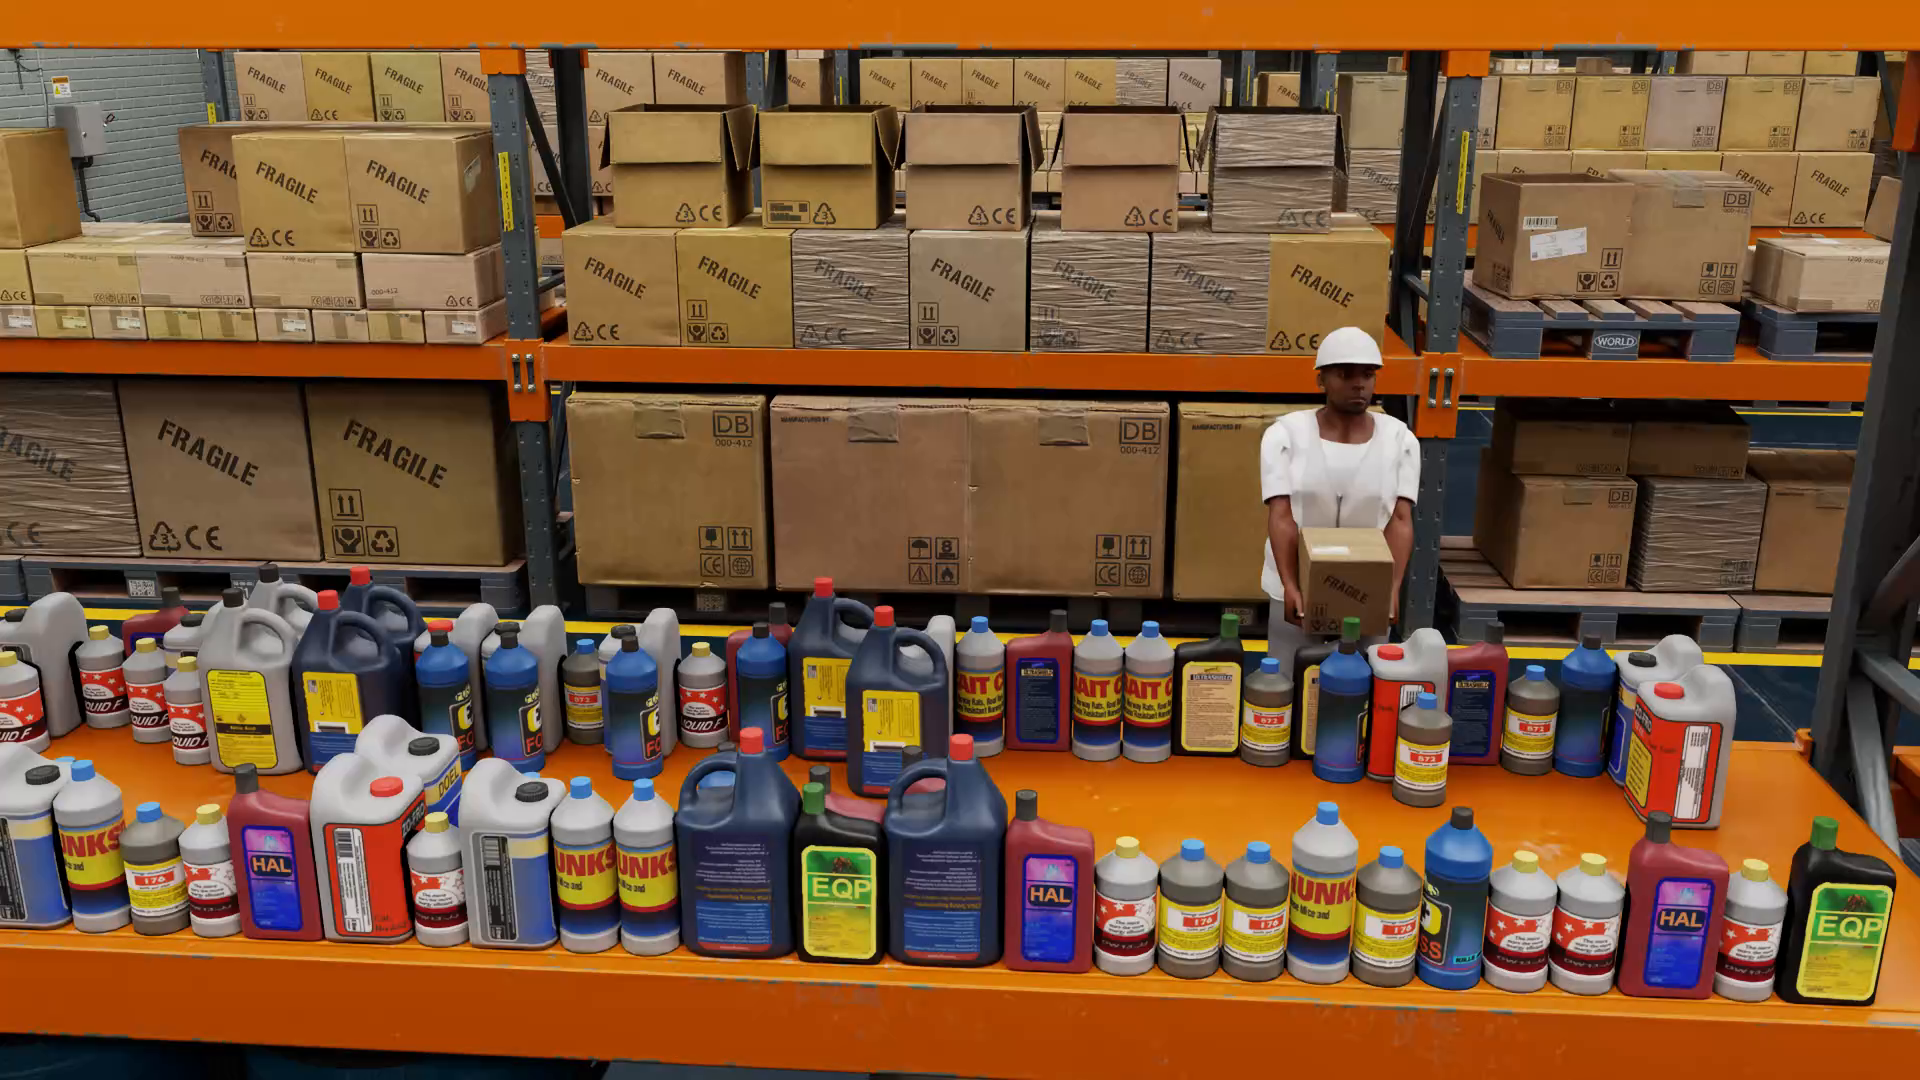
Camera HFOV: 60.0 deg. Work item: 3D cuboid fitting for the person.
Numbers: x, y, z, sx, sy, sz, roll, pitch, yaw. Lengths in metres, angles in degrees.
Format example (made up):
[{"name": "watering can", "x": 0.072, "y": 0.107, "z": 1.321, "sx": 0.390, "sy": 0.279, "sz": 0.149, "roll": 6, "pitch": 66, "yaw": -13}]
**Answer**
[{"name": "person", "x": 1.203, "y": 0.219, "z": 5.321, "sx": 0.502, "sy": 1.761, "sz": 0.587, "roll": 1, "pitch": 17, "yaw": 4}]
